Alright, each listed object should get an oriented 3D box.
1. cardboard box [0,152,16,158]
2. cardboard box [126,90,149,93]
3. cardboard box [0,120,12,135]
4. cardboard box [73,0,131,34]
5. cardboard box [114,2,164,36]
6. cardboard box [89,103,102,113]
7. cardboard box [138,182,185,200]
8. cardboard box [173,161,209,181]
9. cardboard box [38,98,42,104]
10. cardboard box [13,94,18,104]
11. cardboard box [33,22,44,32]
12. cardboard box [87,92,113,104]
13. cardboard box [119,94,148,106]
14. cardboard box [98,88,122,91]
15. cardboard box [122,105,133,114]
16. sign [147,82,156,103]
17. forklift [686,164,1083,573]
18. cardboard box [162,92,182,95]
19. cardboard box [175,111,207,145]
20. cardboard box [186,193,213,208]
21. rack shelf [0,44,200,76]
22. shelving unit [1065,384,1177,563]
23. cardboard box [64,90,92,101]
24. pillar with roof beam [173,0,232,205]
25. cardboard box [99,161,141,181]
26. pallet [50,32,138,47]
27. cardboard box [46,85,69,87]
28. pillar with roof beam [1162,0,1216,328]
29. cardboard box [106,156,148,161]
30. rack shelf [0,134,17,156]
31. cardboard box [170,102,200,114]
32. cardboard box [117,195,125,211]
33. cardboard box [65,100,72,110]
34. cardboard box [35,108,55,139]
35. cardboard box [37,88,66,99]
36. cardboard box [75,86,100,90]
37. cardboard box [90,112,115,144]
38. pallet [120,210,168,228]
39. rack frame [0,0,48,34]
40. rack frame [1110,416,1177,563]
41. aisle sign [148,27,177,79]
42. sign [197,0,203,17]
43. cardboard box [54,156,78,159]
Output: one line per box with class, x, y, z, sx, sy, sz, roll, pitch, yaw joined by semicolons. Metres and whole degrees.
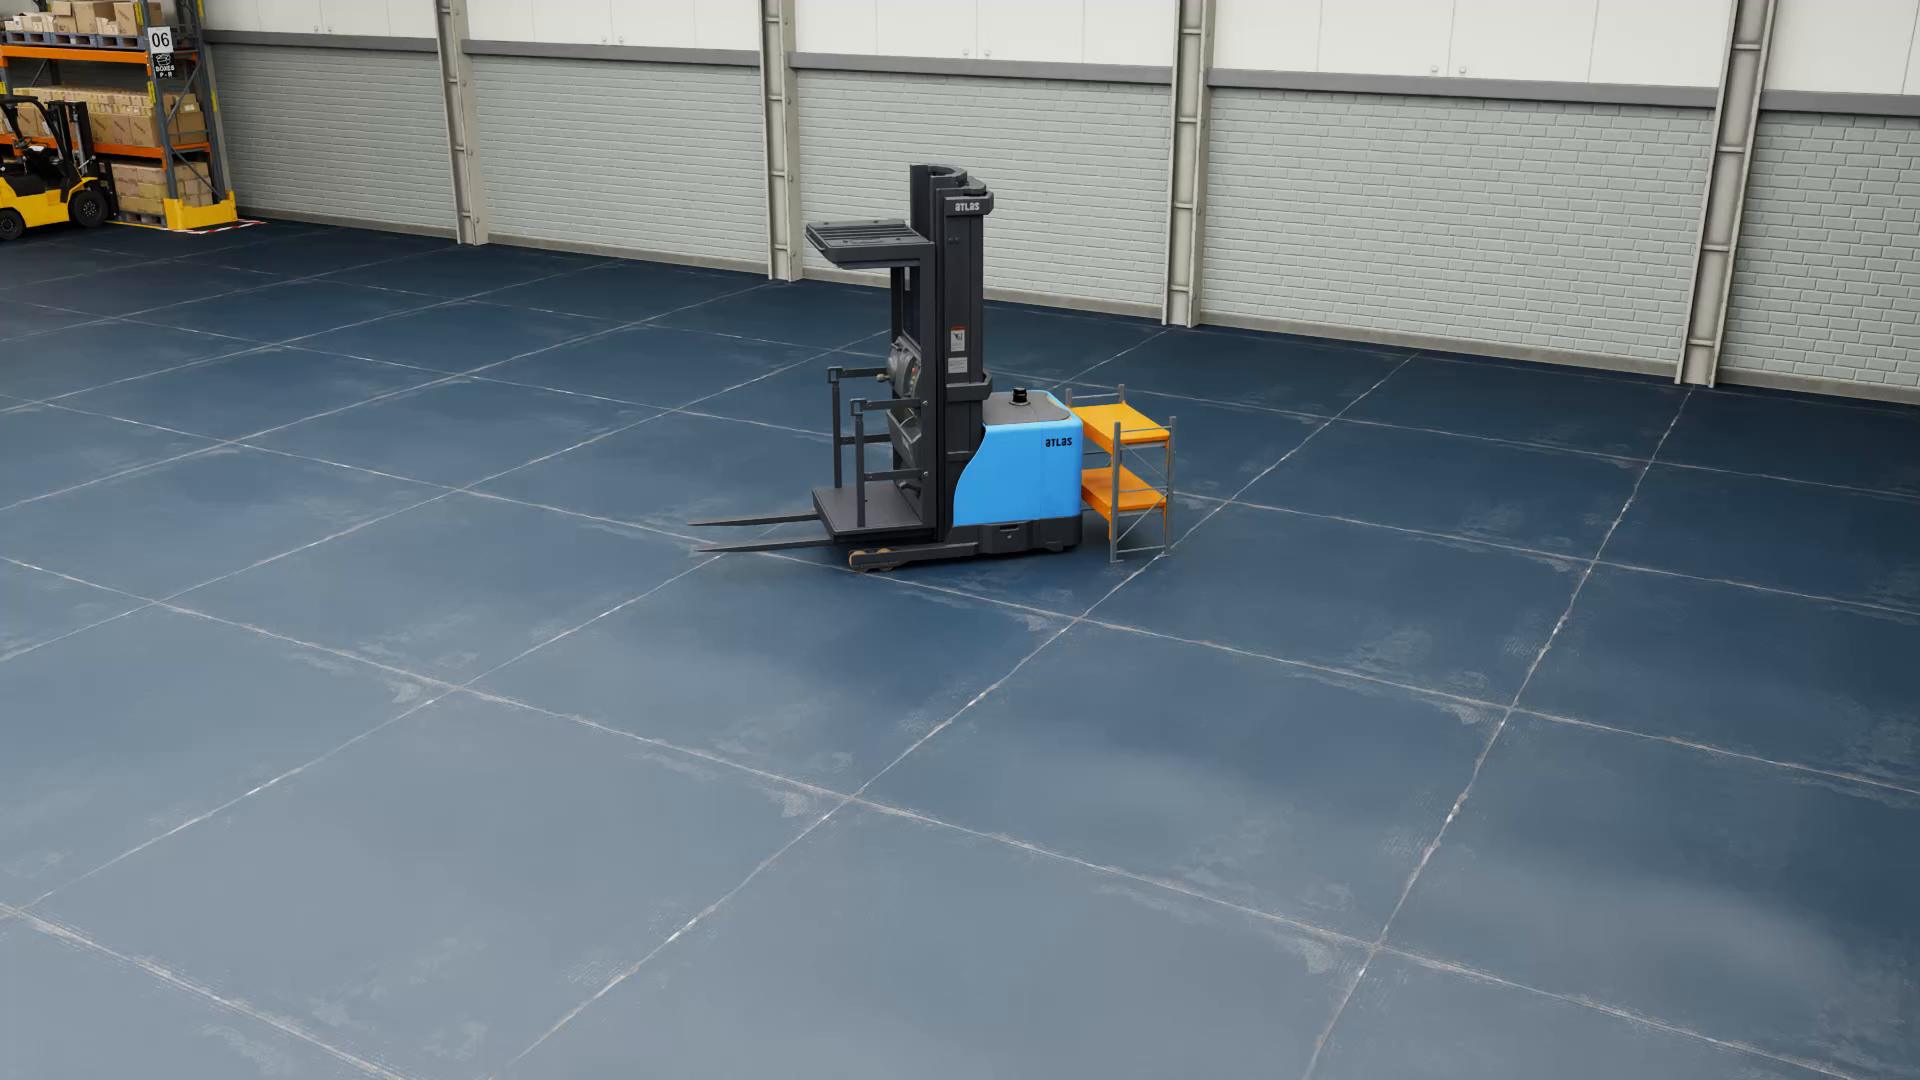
cardboard box;-17.402;-6.695;30.290;0.625;0.625;0.875;11;22;27
cardboard box;-13.865;-7.520;28.164;0.250;0.149;0.380;12;23;29
cardboard box;-16.835;-7.335;29.406;0.500;0.250;0.500;11;23;29
cardboard box;-14.126;-8.637;27.468;0.500;0.500;0.700;11;23;28
cardboard box;-13.281;-8.437;26.916;0.500;0.500;0.500;12;23;29
cardboard box;-14.347;-7.266;27.900;0.250;0.149;0.380;11;23;28
cardboard box;-13.353;-5.862;27.809;0.500;0.250;0.500;10;22;27
cardboard box;-13.103;-6.245;28.133;0.500;0.250;0.500;10;22;26
cardboard box;-15.650;-7.542;28.661;0.250;0.149;0.380;11;23;27
cardboard box;-16.674;-7.742;29.211;0.250;0.149;0.380;12;23;29
cardboard box;-15.353;-8.643;28.000;0.250;0.149;0.380;12;23;29
cardboard box;-14.354;-7.405;27.846;0.250;0.149;0.380;11;23;28
cardboard box;-13.663;-7.290;27.529;0.250;0.149;0.380;11;23;28
cardboard box;-14.533;-7.654;28.532;0.250;0.149;0.380;12;23;29
cardboard box;-13.649;-7.155;27.594;0.250;0.149;0.380;11;23;28
sign;-13.052;-7.230;26.854;0.005;0.325;0.100;11;23;27
forklift;-0.612;-1.325;12.721;3.031;2.935;1.130;-5;21;-13
cardboard box;-13.166;-7.408;27.855;0.250;0.149;0.380;12;23;29
cardboard box;-13.072;-6.946;27.968;0.500;0.500;0.500;12;23;29
cardboard box;-13.109;-5.779;28.313;0.500;0.250;0.500;11;23;28
rack shelf;-14.521;-8.139;28.059;4.000;0.370;1.077;11;23;27
shelving unit;1.251;-0.548;13.227;0.538;1.125;1.048;-6;21;-16
cardboard box;-14.971;-7.559;28.271;0.250;0.149;0.380;11;23;27
pillar with roof beam;-15.043;-8.657;24.033;0.400;9.000;9.100;11;23;27
cardboard box;-14.224;-6.257;28.165;0.500;0.250;0.500;11;23;28
pallet;-14.449;-8.430;27.938;1.213;0.211;1.003;11;23;27
cardboard box;-15.841;-7.928;29.287;0.250;0.149;0.380;11;23;27
pillar with roof beam;0.671;-5.663;15.781;0.400;9.000;9.100;11;23;27
cardboard box;-14.416;-6.501;28.838;0.500;0.250;0.500;10;22;26
rack shelf;-18.013;-7.394;30.404;4.000;0.370;1.077;11;23;27
cardboard box;-12.945;-7.220;27.771;0.250;0.149;0.380;10;22;26
cardboard box;-14.202;-5.794;28.356;0.500;0.250;0.500;11;23;28
cardboard box;-15.014;-7.398;28.264;0.250;0.149;0.380;10;22;26
cardboard box;-15.545;-7.213;28.704;0.500;0.500;0.500;11;23;28
cardboard box;-15.635;-7.693;28.641;0.250;0.149;0.380;10;22;26
cardboard box;-15.156;-7.811;28.965;0.250;0.149;0.380;10;22;26
cardboard box;-14.229;-6.959;28.004;0.500;0.500;0.500;10;22;26
pallet;-13.463;-5.538;28.322;1.213;0.211;1.003;11;23;27
rack frame;-16.267;-10.219;28.341;0.127;3.000;1.000;11;23;27
rack frame;1.404;-0.383;12.771;0.500;1.125;0.032;-6;21;-16
aisle sign;-12.861;-7.858;26.816;0.004;0.787;0.394;11;23;27
sign;-12.499;-8.756;27.309;0.005;0.325;0.100;11;23;27
cardboard box;-15.557;-6.512;28.869;0.500;0.250;0.500;11;23;27
